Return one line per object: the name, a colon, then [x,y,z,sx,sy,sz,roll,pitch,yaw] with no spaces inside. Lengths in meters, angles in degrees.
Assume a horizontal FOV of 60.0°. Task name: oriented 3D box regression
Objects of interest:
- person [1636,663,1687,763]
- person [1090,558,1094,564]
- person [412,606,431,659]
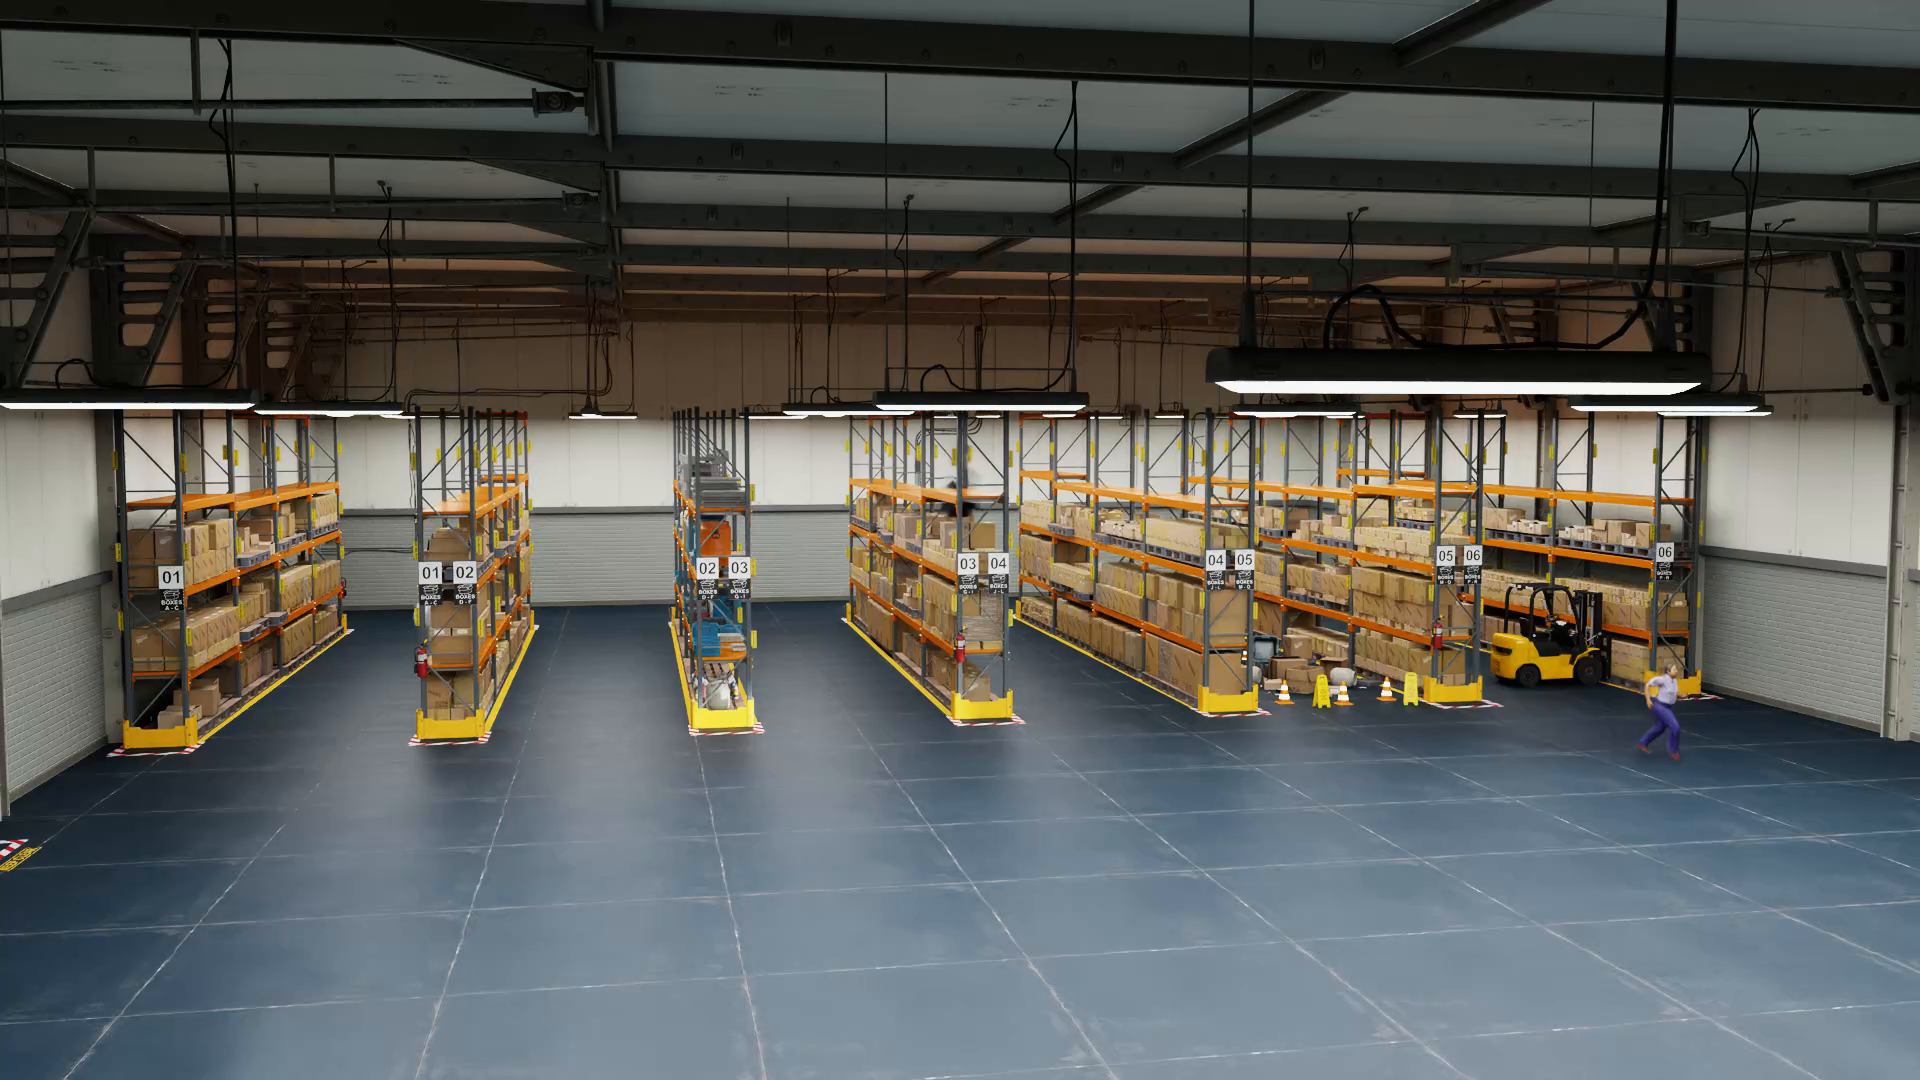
person: [11.883,2.913,28.184,0.626,1.693,0.837,-4,5,-42]
person: [3.813,1.386,48.037,0.696,1.755,0.995,-1,4,-9]
person: [-12.670,2.093,39.451,0.614,1.648,0.571,-1,4,-16]
